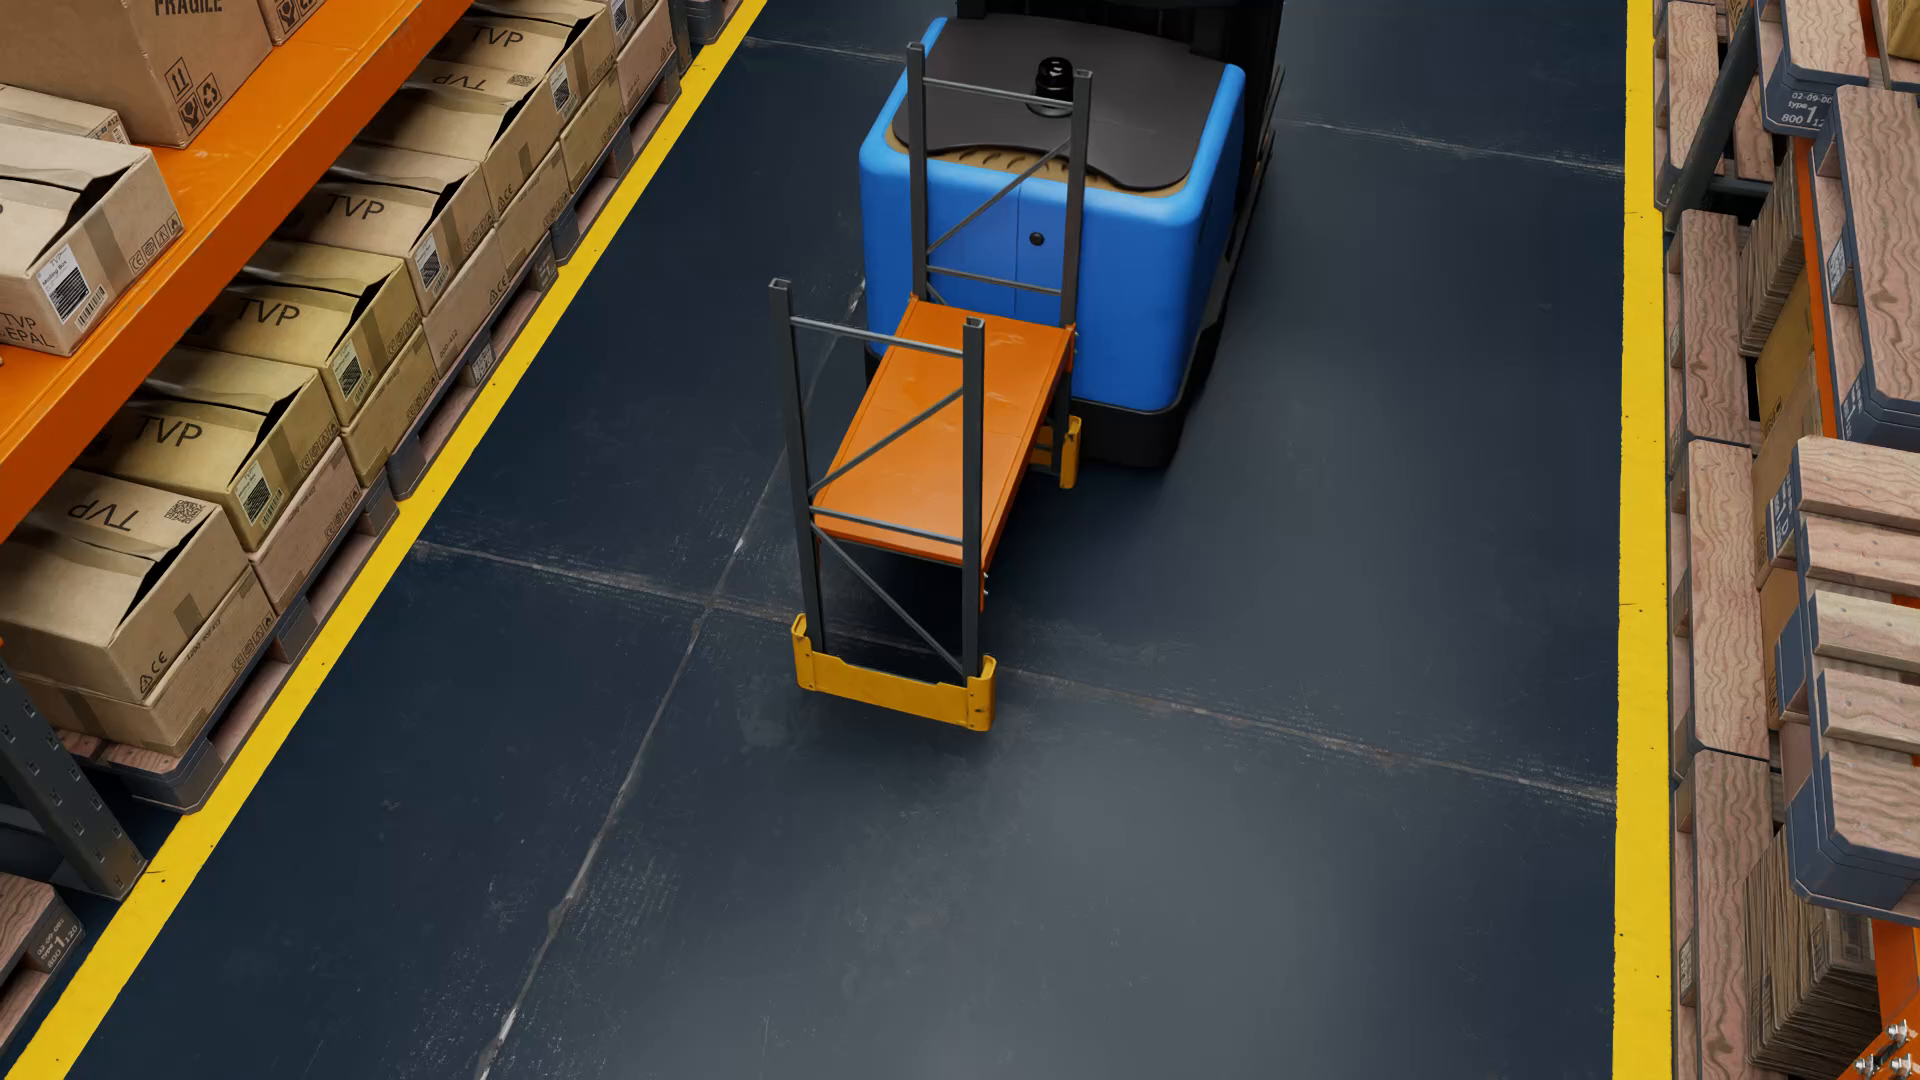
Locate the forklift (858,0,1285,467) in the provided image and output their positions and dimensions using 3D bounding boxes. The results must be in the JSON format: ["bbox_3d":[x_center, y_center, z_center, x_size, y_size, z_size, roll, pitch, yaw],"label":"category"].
[{"bbox_3d":[0.597,-2.337,5.357,1.130,2.935,3.031,13,50,11],"label":"forklift"}]

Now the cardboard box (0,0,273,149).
[{"bbox_3d":[-2.255,-1.424,4.440,0.500,0.500,0.500,9,49,8],"label":"cardboard box"}]

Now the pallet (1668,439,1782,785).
[{"bbox_3d":[2.629,0.279,4.863,1.003,0.211,1.213,12,50,10],"label":"pallet"}]

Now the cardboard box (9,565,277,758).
[{"bbox_3d":[-2.260,0.276,4.560,0.500,0.250,0.500,11,50,10],"label":"cardboard box"}]

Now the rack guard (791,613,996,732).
[{"bbox_3d":[-0.188,0.379,4.749,0.587,0.250,0.087,13,50,11],"label":"rack guard"}]

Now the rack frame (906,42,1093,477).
[{"bbox_3d":[0.102,-0.765,4.924,0.500,1.500,0.032,13,50,11],"label":"rack frame"}]

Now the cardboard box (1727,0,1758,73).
[{"bbox_3d":[3.386,-2.170,6.538,0.500,0.500,0.500,8,49,7],"label":"cardboard box"}]

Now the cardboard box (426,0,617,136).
[{"bbox_3d":[-1.589,-1.755,5.978,0.500,0.311,0.500,13,50,11],"label":"cardboard box"}]

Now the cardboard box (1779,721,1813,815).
[{"bbox_3d":[2.486,0.601,4.092,0.700,0.500,0.500,11,50,10],"label":"cardboard box"}]

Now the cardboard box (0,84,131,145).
[{"bbox_3d":[-2.400,-1.025,4.321,0.380,0.149,0.250,15,50,13],"label":"cardboard box"}]

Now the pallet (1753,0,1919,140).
[{"bbox_3d":[2.810,-1.505,4.706,1.003,0.211,1.213,12,50,10],"label":"pallet"}]

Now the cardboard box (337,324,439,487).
[{"bbox_3d":[-1.997,-0.465,5.214,0.500,0.250,0.500,10,49,9],"label":"cardboard box"}]

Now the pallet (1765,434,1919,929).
[{"bbox_3d":[2.184,0.327,3.088,1.213,0.211,1.003,12,50,10],"label":"pallet"}]

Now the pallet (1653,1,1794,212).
[{"bbox_3d":[3.294,-1.663,6.577,1.003,0.211,1.213,12,50,10],"label":"pallet"}]

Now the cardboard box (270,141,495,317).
[{"bbox_3d":[-1.859,-1.032,5.340,0.500,0.311,0.500,11,49,10],"label":"cardboard box"}]

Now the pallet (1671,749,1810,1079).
[{"bbox_3d":[2.306,1.158,4.087,1.003,0.211,1.213,12,50,10],"label":"pallet"}]

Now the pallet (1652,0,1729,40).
[{"bbox_3d":[3.614,-2.548,7.358,1.003,0.211,1.213,12,50,10],"label":"pallet"}]

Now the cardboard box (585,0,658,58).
[{"bbox_3d":[-1.458,-2.133,6.312,0.500,0.311,0.500,12,50,10],"label":"cardboard box"}]

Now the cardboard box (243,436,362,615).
[{"bbox_3d":[-2.128,-0.088,4.881,0.500,0.250,0.500,10,49,9],"label":"cardboard box"}]

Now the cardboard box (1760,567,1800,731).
[{"bbox_3d":[2.589,0.236,4.415,0.700,0.500,0.500,11,50,10],"label":"cardboard box"}]

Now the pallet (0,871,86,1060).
[{"bbox_3d":[-2.914,1.281,3.979,1.003,0.211,1.213,12,50,10],"label":"pallet"}]

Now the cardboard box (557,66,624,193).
[{"bbox_3d":[-1.593,-1.574,6.192,0.500,0.250,0.500,11,49,9],"label":"cardboard box"}]

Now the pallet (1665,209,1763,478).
[{"bbox_3d":[2.948,-0.607,5.645,1.003,0.211,1.213,12,50,10],"label":"pallet"}]

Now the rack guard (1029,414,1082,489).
[{"bbox_3d":[0.096,-0.337,5.381,0.587,0.250,0.087,13,50,11],"label":"rack guard"}]

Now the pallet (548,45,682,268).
[{"bbox_3d":[-1.785,-1.604,6.525,1.003,0.211,1.213,12,50,10],"label":"pallet"}]

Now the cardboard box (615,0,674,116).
[{"bbox_3d":[-1.458,-1.940,6.515,0.500,0.250,0.500,11,50,10],"label":"cardboard box"}]

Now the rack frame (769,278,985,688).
[{"bbox_3d":[-0.188,-0.034,4.280,0.500,1.500,0.032,13,50,11],"label":"rack frame"}]

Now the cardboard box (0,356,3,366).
[{"bbox_3d":[-2.543,-0.399,3.661,0.500,0.311,0.500,14,50,12],"label":"cardboard box"}]

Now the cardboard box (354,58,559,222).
[{"bbox_3d":[-1.723,-1.395,5.660,0.500,0.311,0.500,11,50,10],"label":"cardboard box"}]

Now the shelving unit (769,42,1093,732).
[{"bbox_3d":[-0.046,-0.393,4.596,0.587,1.500,1.083,13,50,11],"label":"shelving unit"}]

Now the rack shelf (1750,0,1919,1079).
[{"bbox_3d":[2.625,-0.408,4.089,1.077,0.370,4.000,12,50,10],"label":"rack shelf"}]

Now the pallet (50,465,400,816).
[{"bbox_3d":[-2.427,0.161,4.967,1.003,0.211,1.213,12,50,10],"label":"pallet"}]

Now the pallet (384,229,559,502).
[{"bbox_3d":[-2.104,-0.719,5.744,1.003,0.211,1.213,12,50,10],"label":"pallet"}]

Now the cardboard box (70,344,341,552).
[{"bbox_3d":[-2.130,-0.292,4.686,0.500,0.311,0.500,10,49,9],"label":"cardboard box"}]

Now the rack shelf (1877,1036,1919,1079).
[{"bbox_3d":[1.573,2.485,1.536,1.077,0.370,4.000,12,50,10],"label":"rack shelf"}]

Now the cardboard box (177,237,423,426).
[{"bbox_3d":[-1.993,-0.660,5.012,0.500,0.311,0.500,10,49,9],"label":"cardboard box"}]

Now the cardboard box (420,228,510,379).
[{"bbox_3d":[-1.862,-0.836,5.541,0.500,0.250,0.500,12,50,11],"label":"cardboard box"}]

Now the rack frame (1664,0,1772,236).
[{"bbox_3d":[3.152,-2.093,5.096,1.000,3.000,0.127,12,50,10],"label":"rack frame"}]

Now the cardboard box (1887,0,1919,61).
[{"bbox_3d":[2.831,-1.507,4.219,0.700,0.500,0.500,16,51,14],"label":"cardboard box"}]

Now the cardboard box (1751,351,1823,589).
[{"bbox_3d":[2.713,-0.131,4.739,0.700,0.500,0.500,12,50,10],"label":"cardboard box"}]

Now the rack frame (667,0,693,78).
[{"bbox_3d":[-1.628,-3.068,5.957,1.000,3.000,0.127,12,50,10],"label":"rack frame"}]

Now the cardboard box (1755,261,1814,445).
[{"bbox_3d":[2.886,-0.492,5.057,0.700,0.500,0.500,11,49,9],"label":"cardboard box"}]

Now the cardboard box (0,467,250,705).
[{"bbox_3d":[-2.260,0.090,4.350,0.500,0.311,0.500,13,50,11],"label":"cardboard box"}]

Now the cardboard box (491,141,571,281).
[{"bbox_3d":[-1.727,-1.204,5.866,0.500,0.250,0.500,13,50,11],"label":"cardboard box"}]

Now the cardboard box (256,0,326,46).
[{"bbox_3d":[-2.117,-1.805,4.776,0.500,0.500,0.500,12,50,10],"label":"cardboard box"}]

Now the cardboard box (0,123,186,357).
[{"bbox_3d":[-2.259,-0.754,3.974,0.500,0.311,0.500,11,49,10],"label":"cardboard box"}]

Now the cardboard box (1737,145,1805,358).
[{"bbox_3d":[2.974,-0.876,5.396,0.700,0.500,0.500,13,50,11],"label":"cardboard box"}]

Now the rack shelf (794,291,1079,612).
[{"bbox_3d":[-0.043,-0.280,4.737,0.538,0.185,1.000,13,50,11],"label":"rack shelf"}]

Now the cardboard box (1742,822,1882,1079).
[{"bbox_3d":[2.238,0.951,3.784,0.700,0.500,0.500,12,50,11],"label":"cardboard box"}]

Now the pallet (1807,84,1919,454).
[{"bbox_3d":[2.580,-0.576,3.886,1.003,0.211,1.213,12,50,10],"label":"pallet"}]

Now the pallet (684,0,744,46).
[{"bbox_3d":[-1.379,-2.712,7.503,1.003,0.211,1.213,12,50,10],"label":"pallet"}]

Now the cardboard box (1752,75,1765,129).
[{"bbox_3d":[3.264,-1.694,6.340,0.380,0.166,0.250,6,49,5],"label":"cardboard box"}]

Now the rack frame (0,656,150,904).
[{"bbox_3d":[-2.681,-0.174,3.403,1.000,3.000,0.127,12,50,10],"label":"rack frame"}]
